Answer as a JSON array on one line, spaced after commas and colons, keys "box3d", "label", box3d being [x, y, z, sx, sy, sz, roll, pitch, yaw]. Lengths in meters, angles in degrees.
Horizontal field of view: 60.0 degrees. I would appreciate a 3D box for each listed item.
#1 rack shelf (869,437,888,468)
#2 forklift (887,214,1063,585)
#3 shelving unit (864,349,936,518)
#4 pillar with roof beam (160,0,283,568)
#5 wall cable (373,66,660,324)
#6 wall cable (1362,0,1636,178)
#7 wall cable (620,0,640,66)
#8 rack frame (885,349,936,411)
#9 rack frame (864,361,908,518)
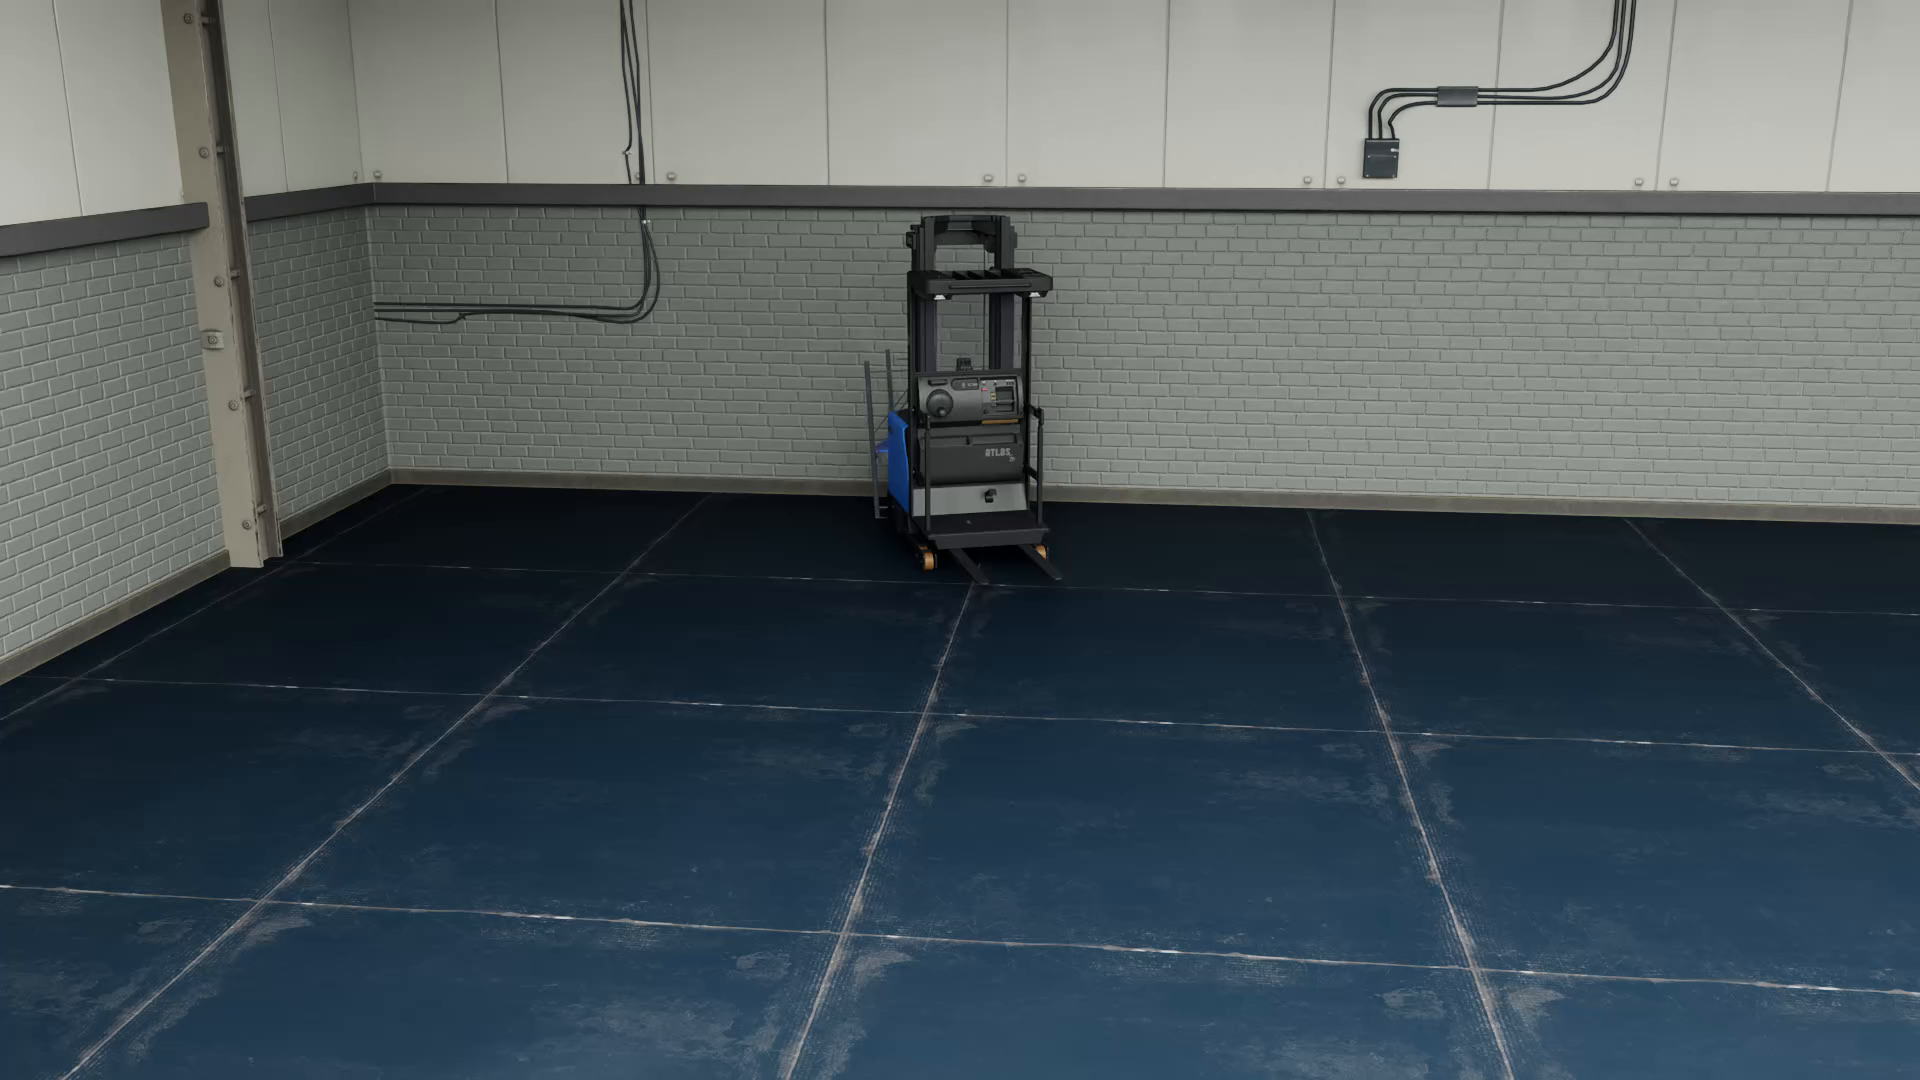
[{"box3d": [-0.514, -0.882, 16.183, 0.538, 0.185, 1.000, -1, 12, 9], "label": "rack shelf"}, {"box3d": [0.144, -1.256, 14.280, 1.130, 2.935, 3.031, -4, 16, -13], "label": "forklift"}, {"box3d": [-0.525, -1.058, 16.144, 0.538, 1.500, 1.048, -1, 12, 9], "label": "shelving unit"}, {"box3d": [-1.896, -4.034, 12.930, 9.100, 9.000, 0.400, 2, 15, 6], "label": "pillar with roof beam"}, {"box3d": [-4.527, -3.387, 16.486, 3.097, 2.526, 0.112, 2, 15, 6], "label": "wall cable"}, {"box3d": [4.904, -6.244, 14.587, 2.305, 6.003, 0.169, 2, 15, 6], "label": "wall cable"}, {"box3d": [-1.839, -5.745, 15.532, 3.097, 2.526, 0.112, 2, 15, 6], "label": "wall cable"}, {"box3d": [-0.447, -1.169, 16.634, 0.500, 1.500, 0.032, -1, 12, 9], "label": "rack frame"}, {"box3d": [-0.603, -0.946, 15.655, 0.500, 1.500, 0.032, -1, 12, 9], "label": "rack frame"}]
